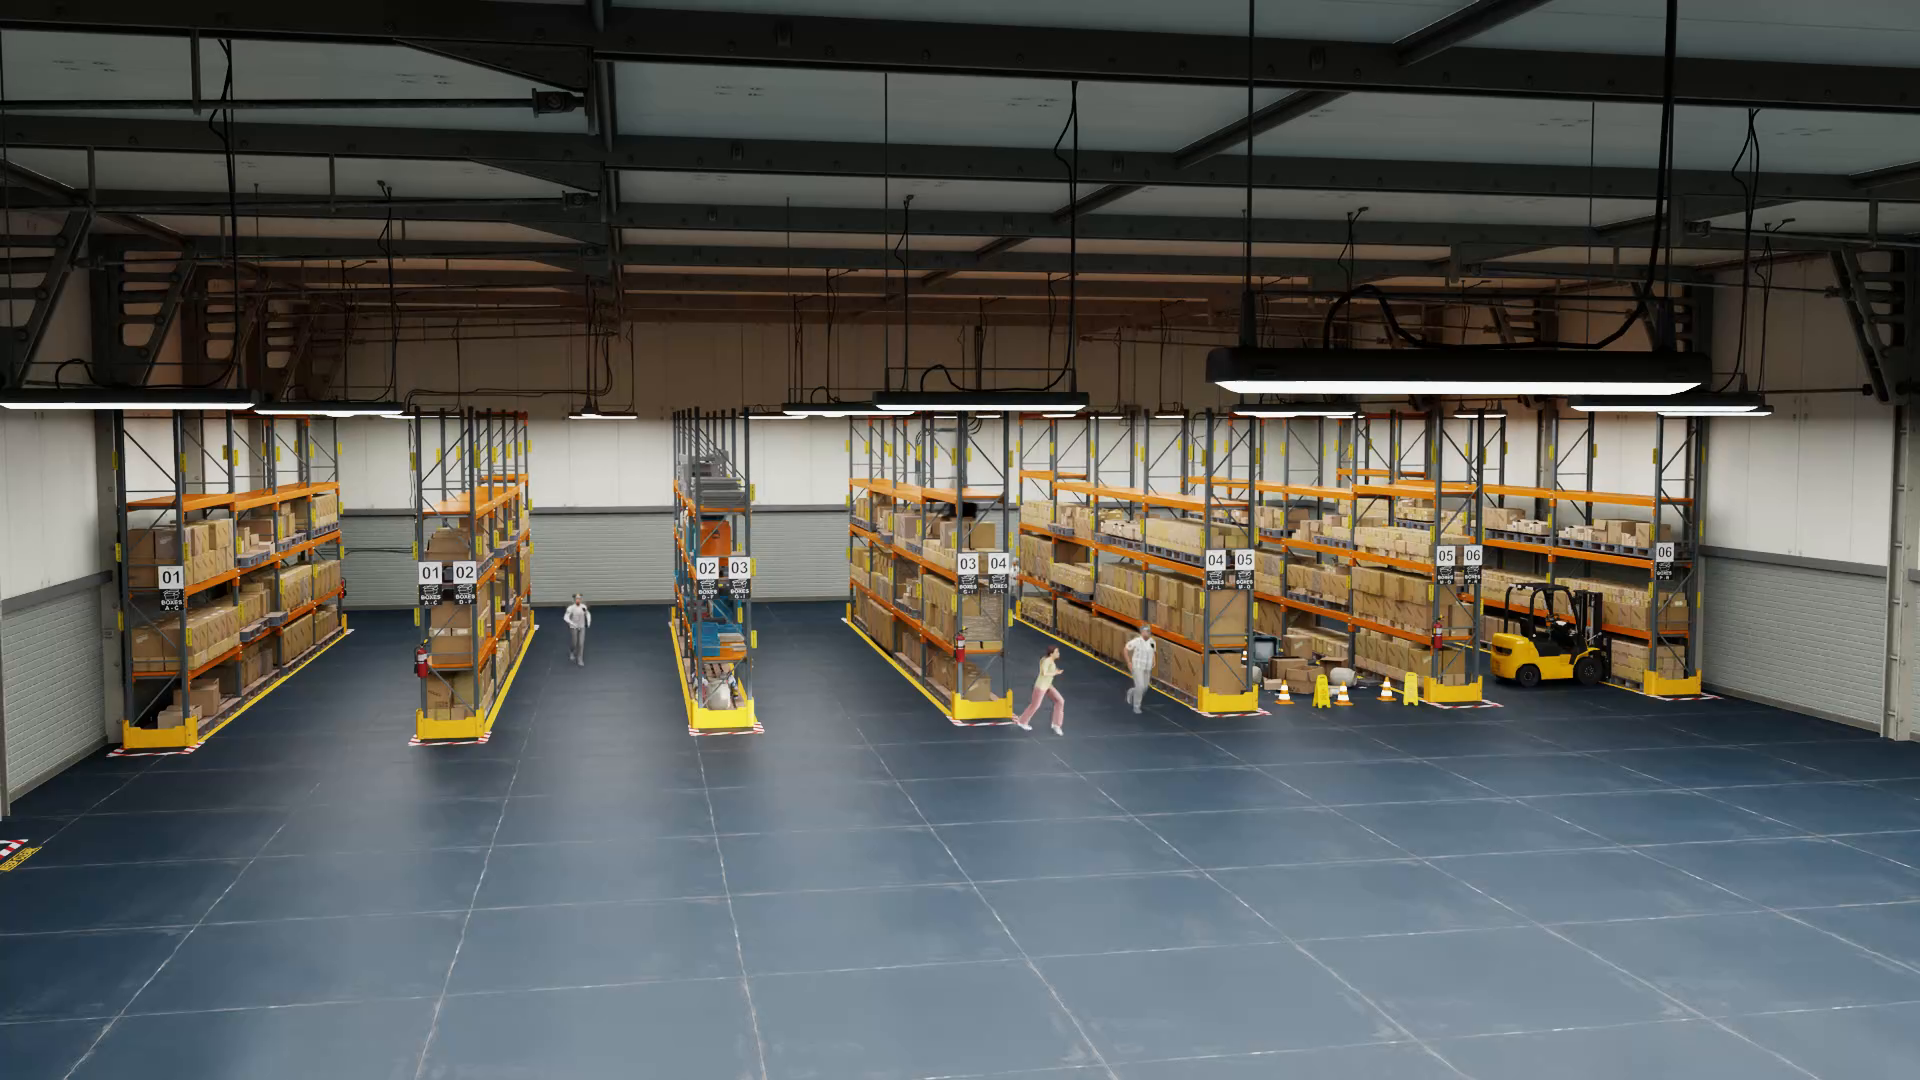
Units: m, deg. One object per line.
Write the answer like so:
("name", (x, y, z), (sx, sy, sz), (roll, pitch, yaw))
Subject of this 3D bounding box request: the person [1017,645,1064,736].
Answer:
("person", (1.466, 2.746, 30.440), (0.914, 1.667, 0.574), (2, 4, 25))

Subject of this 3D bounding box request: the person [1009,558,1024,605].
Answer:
("person", (1.682, 1.372, 49.774), (0.799, 1.711, 0.590), (-4, 6, -43))

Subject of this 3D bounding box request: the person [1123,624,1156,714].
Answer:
("person", (3.577, 2.547, 33.007), (0.710, 1.780, 0.725), (-2, 5, -26))

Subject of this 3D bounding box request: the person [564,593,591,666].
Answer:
("person", (-9.043, 2.094, 39.360), (0.641, 1.692, 0.760), (-2, 4, -25))
